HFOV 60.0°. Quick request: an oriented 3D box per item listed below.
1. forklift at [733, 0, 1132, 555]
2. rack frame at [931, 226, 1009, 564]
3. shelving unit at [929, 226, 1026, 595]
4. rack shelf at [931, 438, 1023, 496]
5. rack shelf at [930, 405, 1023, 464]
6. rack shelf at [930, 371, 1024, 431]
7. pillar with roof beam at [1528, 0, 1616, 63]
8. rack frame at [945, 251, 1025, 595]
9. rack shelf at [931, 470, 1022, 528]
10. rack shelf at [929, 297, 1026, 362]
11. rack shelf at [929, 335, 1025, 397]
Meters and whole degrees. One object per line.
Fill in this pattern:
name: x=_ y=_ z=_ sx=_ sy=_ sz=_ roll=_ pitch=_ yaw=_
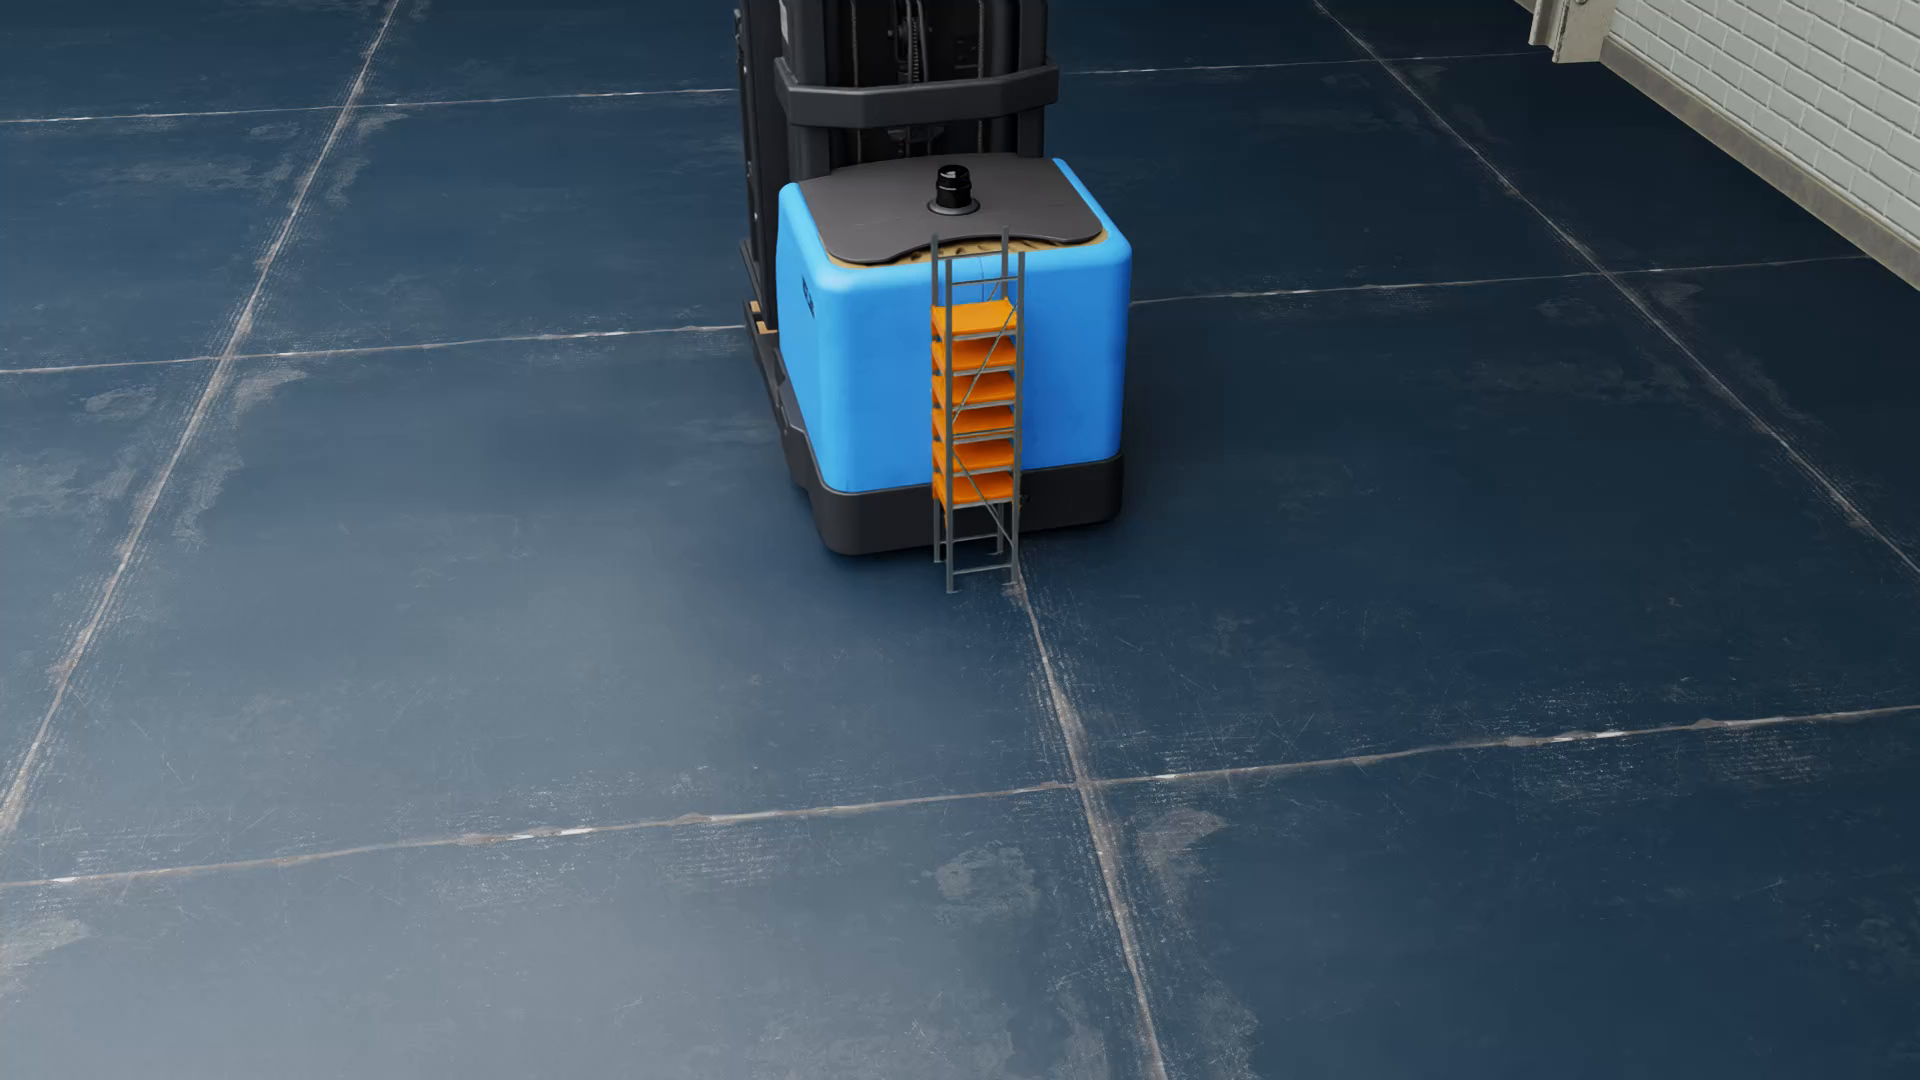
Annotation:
forklift: x=-0.286 y=-1.986 z=6.062 sx=1.130 sy=2.935 sz=3.031 roll=-8 pitch=35 yaw=-11
rack frame: x=0.030 y=-0.433 z=5.320 sx=0.240 sy=1.200 sz=0.006 roll=-8 pitch=35 yaw=-11
shelving unit: x=0.052 y=-0.383 z=5.246 sx=0.258 sy=1.200 sz=0.189 roll=-8 pitch=35 yaw=-11
rack shelf: x=0.052 y=-0.247 z=5.339 sx=0.258 sy=0.103 sz=0.180 roll=-8 pitch=35 yaw=-11
rack shelf: x=0.052 y=-0.346 z=5.271 sx=0.258 sy=0.103 sz=0.180 roll=-8 pitch=35 yaw=-11
rack shelf: x=0.052 y=-0.445 z=5.204 sx=0.258 sy=0.103 sz=0.180 roll=-8 pitch=35 yaw=-11
pillar with roof beam: x=-0.584 y=-6.362 z=7.095 sx=9.100 sy=9.000 sz=0.400 roll=-4 pitch=35 yaw=-6
rack frame: x=0.074 y=-0.333 z=5.173 sx=0.240 sy=1.200 sz=0.006 roll=-8 pitch=35 yaw=-11
rack shelf: x=0.052 y=-0.148 z=5.406 sx=0.258 sy=0.103 sz=0.180 roll=-8 pitch=35 yaw=-11
rack shelf: x=0.052 y=-0.644 z=5.068 sx=0.258 sy=0.103 sz=0.180 roll=-8 pitch=35 yaw=-11
rack shelf: x=0.052 y=-0.544 z=5.136 sx=0.258 sy=0.103 sz=0.180 roll=-8 pitch=35 yaw=-11
